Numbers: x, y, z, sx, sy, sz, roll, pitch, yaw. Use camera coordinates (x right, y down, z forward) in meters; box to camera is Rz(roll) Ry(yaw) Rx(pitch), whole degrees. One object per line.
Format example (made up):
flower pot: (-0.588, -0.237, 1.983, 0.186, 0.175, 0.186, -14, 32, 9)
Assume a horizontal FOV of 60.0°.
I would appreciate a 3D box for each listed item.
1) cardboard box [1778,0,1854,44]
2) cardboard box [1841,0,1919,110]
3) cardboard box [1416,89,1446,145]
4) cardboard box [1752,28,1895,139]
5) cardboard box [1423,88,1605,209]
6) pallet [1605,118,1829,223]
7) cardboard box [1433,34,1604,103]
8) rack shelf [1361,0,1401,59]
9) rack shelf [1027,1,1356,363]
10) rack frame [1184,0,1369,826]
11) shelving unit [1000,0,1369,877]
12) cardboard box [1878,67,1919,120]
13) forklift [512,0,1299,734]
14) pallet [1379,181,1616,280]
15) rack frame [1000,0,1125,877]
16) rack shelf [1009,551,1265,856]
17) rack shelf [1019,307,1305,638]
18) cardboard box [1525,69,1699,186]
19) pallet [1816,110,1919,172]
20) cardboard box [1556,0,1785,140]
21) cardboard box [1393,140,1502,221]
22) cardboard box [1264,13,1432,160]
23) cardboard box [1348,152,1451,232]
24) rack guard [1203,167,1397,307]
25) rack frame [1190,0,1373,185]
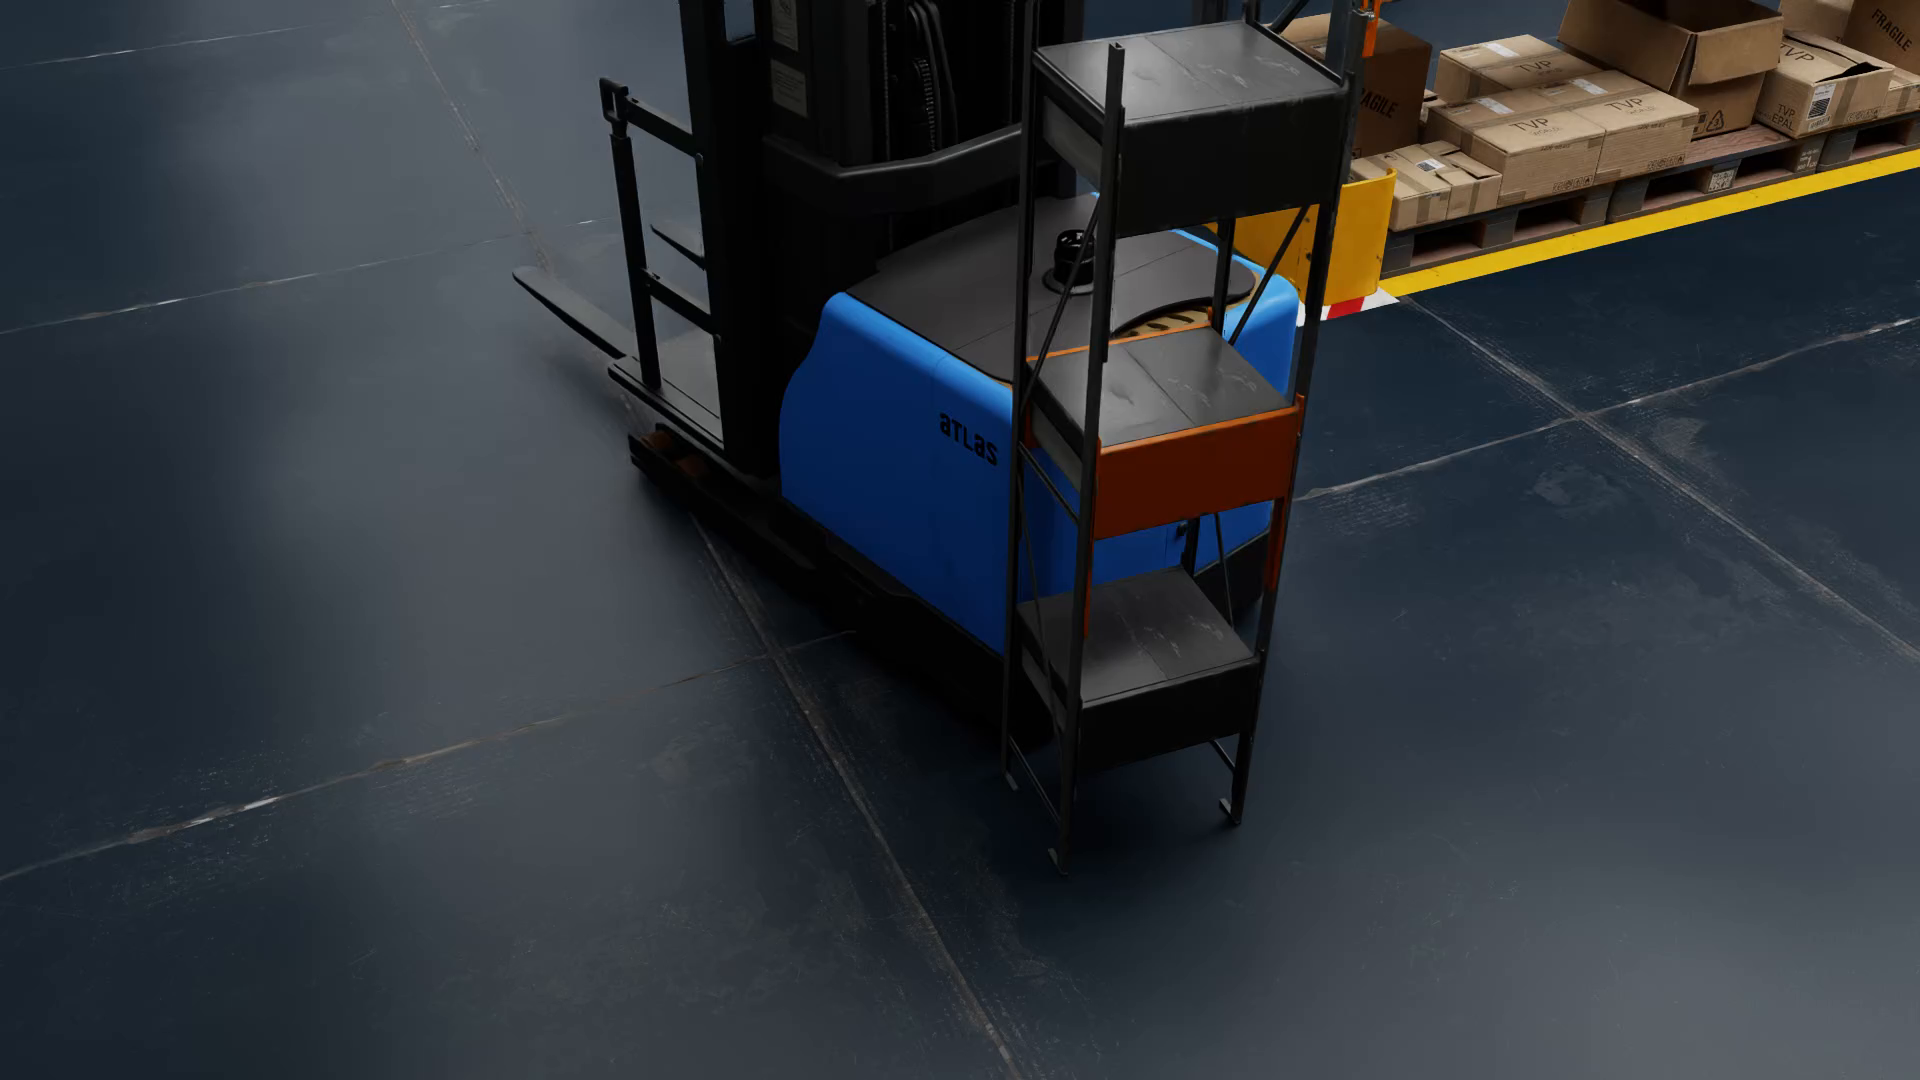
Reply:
cardboard box: (4.353, -2.559, 8.069, 0.500, 0.311, 0.500, -16, 39, -20)
cardboard box: (4.430, -2.327, 7.598, 0.500, 0.500, 0.500, -16, 39, -20)
cardboard box: (1.997, -1.802, 7.171, 0.250, 0.166, 0.380, -16, 39, -20)
cardboard box: (3.751, -2.061, 7.399, 0.500, 0.311, 0.500, -16, 39, -20)
cardboard box: (2.270, -1.622, 6.858, 0.500, 0.250, 0.500, -16, 39, -20)
pallet: (3.097, -1.847, 7.563, 1.213, 0.211, 1.003, -16, 39, -20)
cardboard box: (2.465, -2.006, 7.375, 0.500, 0.250, 0.500, -16, 39, -20)
rack shelf: (3.015, -2.656, 6.917, 4.000, 0.370, 1.077, -16, 39, -20)
rack shelf: (0.429, -0.717, 3.296, 0.480, 0.518, 0.431, -13, 39, -17)
rack frame: (0.650, -0.221, 3.781, 0.015, 2.100, 0.400, -13, 39, -17)
shelving unit: (0.423, -0.169, 3.709, 0.503, 2.100, 0.431, -13, 39, -17)
cardboard box: (4.116, -2.059, 7.531, 0.250, 0.149, 0.380, -16, 39, -20)
forklift: (-0.437, -1.461, 4.759, 1.130, 2.935, 3.031, -27, 45, -32)
pallet: (1.994, -1.540, 7.150, 1.213, 0.211, 1.003, -16, 39, -20)
rack frame: (0.196, -0.117, 3.637, 0.015, 2.100, 0.400, -13, 39, -17)
rack shelf: (0.417, 0.401, 4.138, 0.480, 0.518, 0.431, -13, 39, -17)
rack shelf: (0.423, -0.158, 3.717, 0.480, 0.518, 0.431, -13, 39, -17)
cardboard box: (2.722, -1.749, 7.029, 0.500, 0.250, 0.500, -16, 39, -20)
pallet: (4.203, -2.158, 7.983, 1.213, 0.211, 1.003, -16, 39, -20)
cardboard box: (3.127, -2.147, 7.353, 0.637, 0.503, 0.797, -16, 39, -20)
cardboard box: (1.956, -1.462, 6.712, 0.250, 0.166, 0.380, -16, 39, -20)
cardboard box: (1.592, -1.882, 6.999, 0.500, 0.500, 0.500, -16, 39, -20)
cardboard box: (1.729, -1.391, 6.632, 0.250, 0.149, 0.380, -16, 39, -20)
rack guard: (1.273, -1.454, 6.791, 0.348, 0.500, 1.175, -16, 39, -20)
rack frame: (1.204, -2.439, 6.020, 0.127, 3.000, 1.000, -16, 39, -20)
